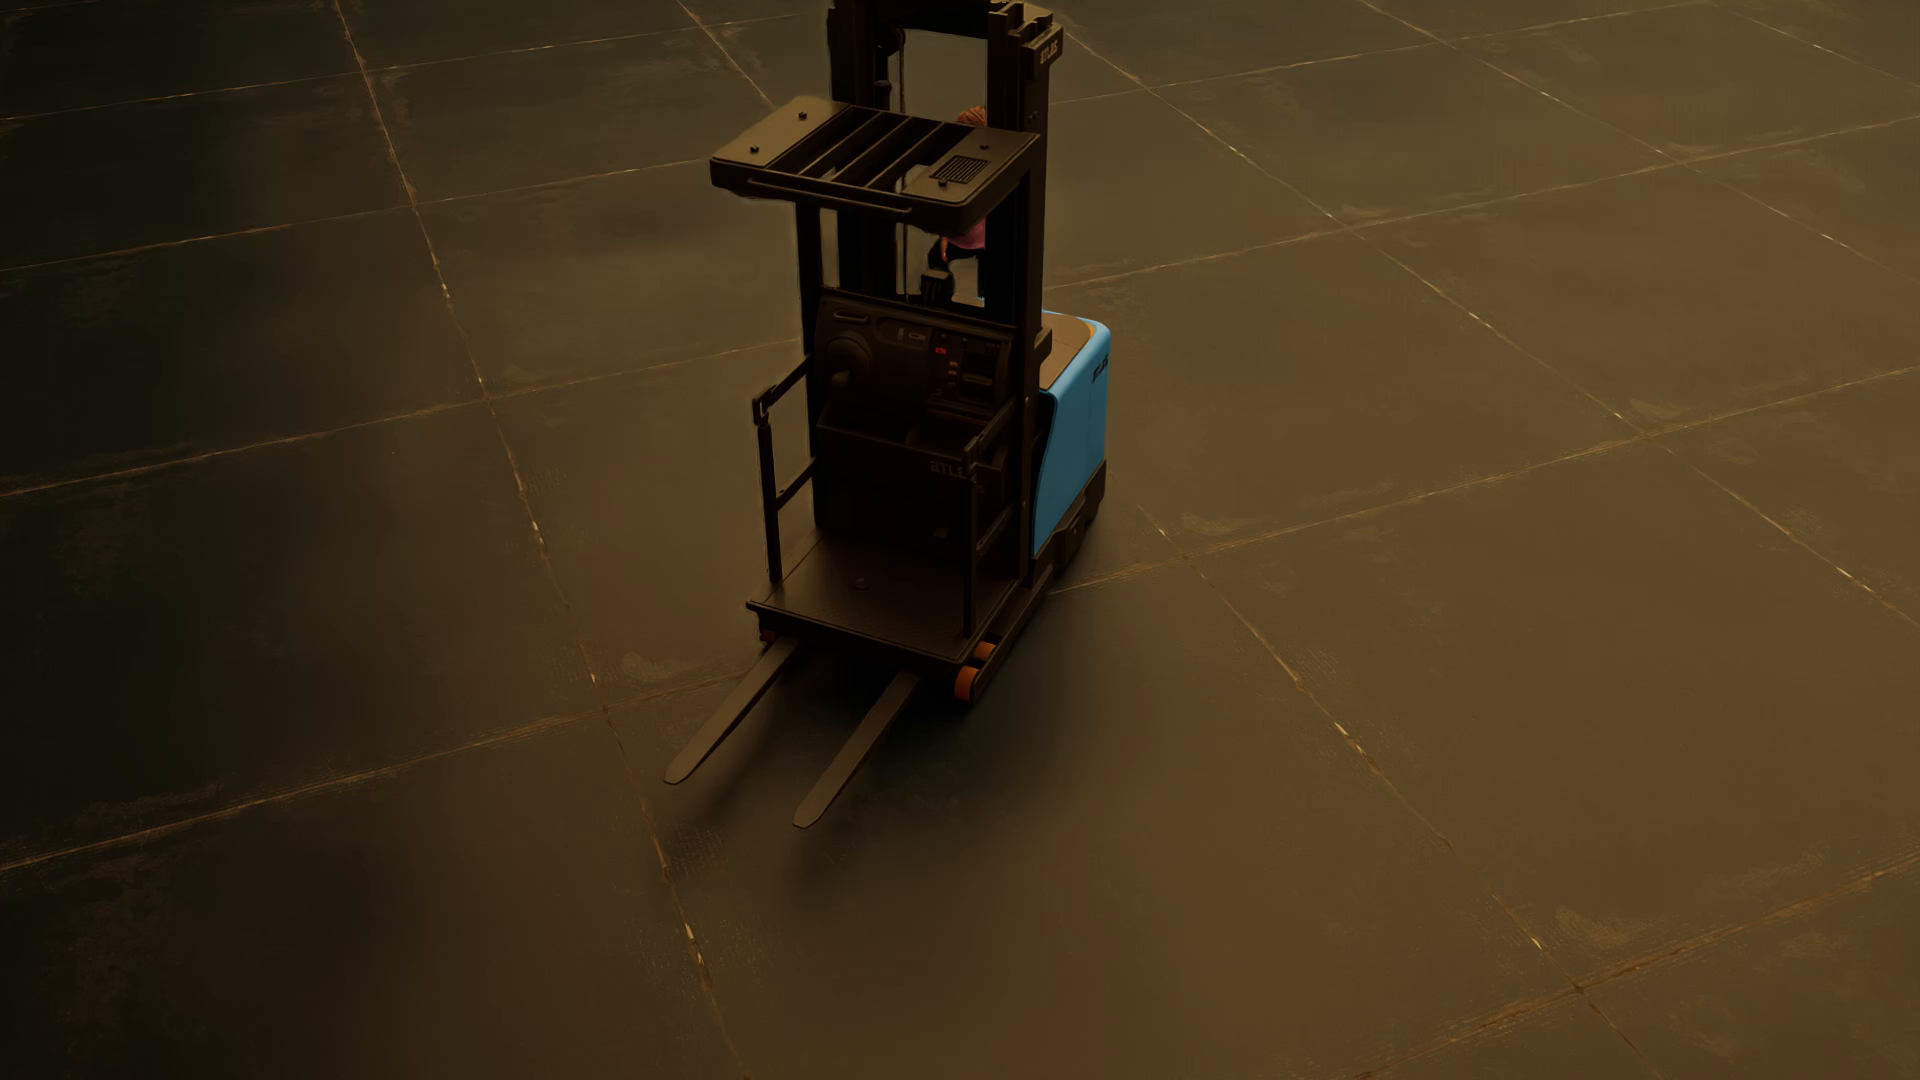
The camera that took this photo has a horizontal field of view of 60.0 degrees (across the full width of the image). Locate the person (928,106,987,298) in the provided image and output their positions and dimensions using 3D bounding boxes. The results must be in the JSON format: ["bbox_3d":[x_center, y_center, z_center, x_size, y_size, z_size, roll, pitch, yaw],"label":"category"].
[{"bbox_3d":[0.064,-1.845,9.927,0.648,1.514,0.580,-16,39,-21],"label":"person"}]

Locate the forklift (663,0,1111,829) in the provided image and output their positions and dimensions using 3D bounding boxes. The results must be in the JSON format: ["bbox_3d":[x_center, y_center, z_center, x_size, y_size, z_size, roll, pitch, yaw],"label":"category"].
[{"bbox_3d":[-0.299,-0.741,7.140,1.130,2.935,3.031,15,38,20],"label":"forklift"}]
